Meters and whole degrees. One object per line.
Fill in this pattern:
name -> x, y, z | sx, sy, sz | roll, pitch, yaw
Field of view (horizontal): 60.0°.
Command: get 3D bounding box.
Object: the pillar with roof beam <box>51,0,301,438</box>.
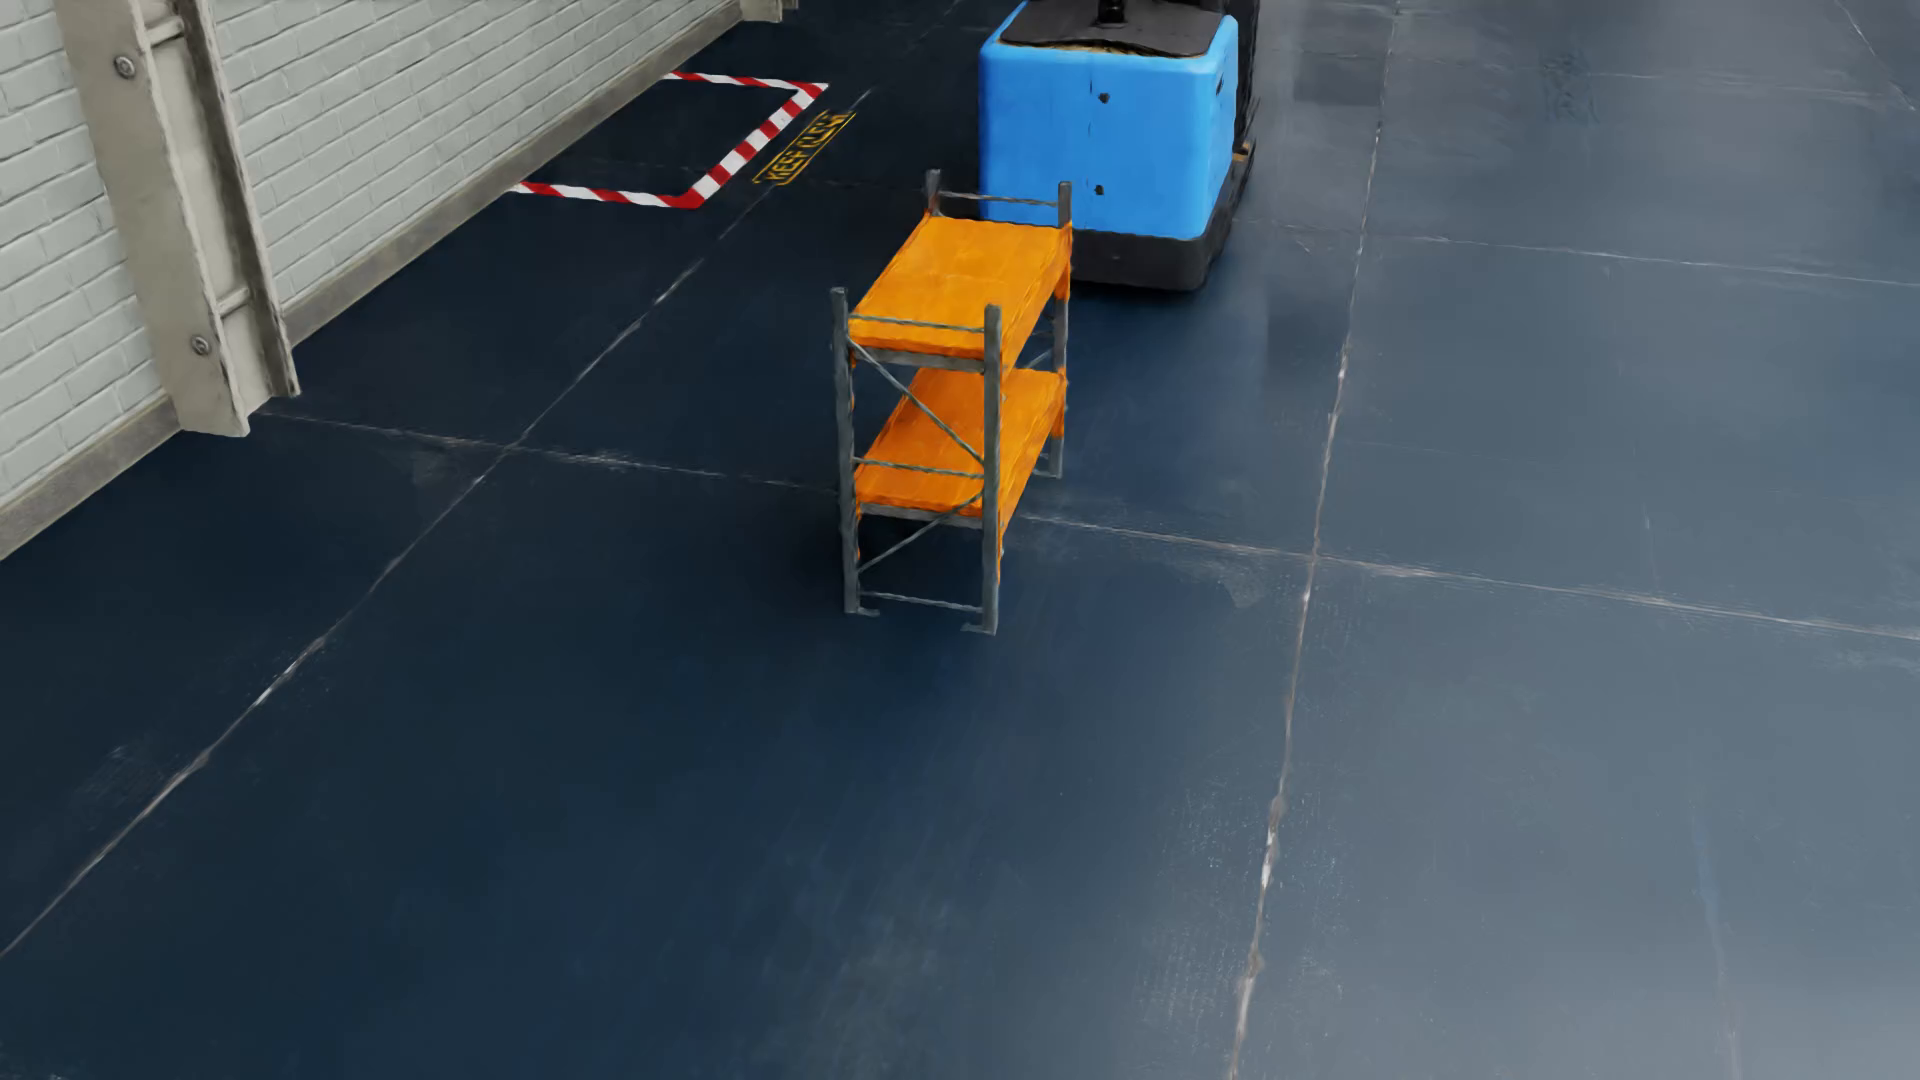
pillar with roof beam -> 1.320, -3.726, 3.223 | 9.100, 9.000, 0.400 | 8, 33, 12

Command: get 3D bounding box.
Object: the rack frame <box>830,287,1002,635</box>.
rack frame -> -0.127, -0.214, 5.039 | 0.500, 1.125, 0.032 | 8, 33, 12

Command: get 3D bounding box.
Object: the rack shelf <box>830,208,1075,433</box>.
rack shelf -> 0.002, -0.725, 5.297 | 0.538, 0.278, 1.000 | 8, 33, 12

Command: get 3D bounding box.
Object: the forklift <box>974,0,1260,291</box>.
forklift -> 0.940, -3.118, 7.923 | 1.130, 2.935, 3.031 | 8, 33, 13

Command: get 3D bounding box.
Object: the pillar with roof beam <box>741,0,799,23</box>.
pillar with roof beam -> 2.842, -6.839, 8.120 | 9.100, 9.000, 0.400 | 8, 33, 12

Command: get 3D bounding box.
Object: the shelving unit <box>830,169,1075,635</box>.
shelving unit -> 0.002, -0.478, 5.454 | 0.538, 1.125, 1.048 | 8, 33, 12

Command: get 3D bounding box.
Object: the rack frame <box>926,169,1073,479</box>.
rack frame -> 0.131, -0.742, 5.869 | 0.500, 1.125, 0.032 | 8, 33, 12

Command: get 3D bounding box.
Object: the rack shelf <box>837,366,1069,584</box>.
rack shelf -> 0.002, -0.272, 5.585 | 0.538, 0.278, 1.000 | 8, 33, 12
